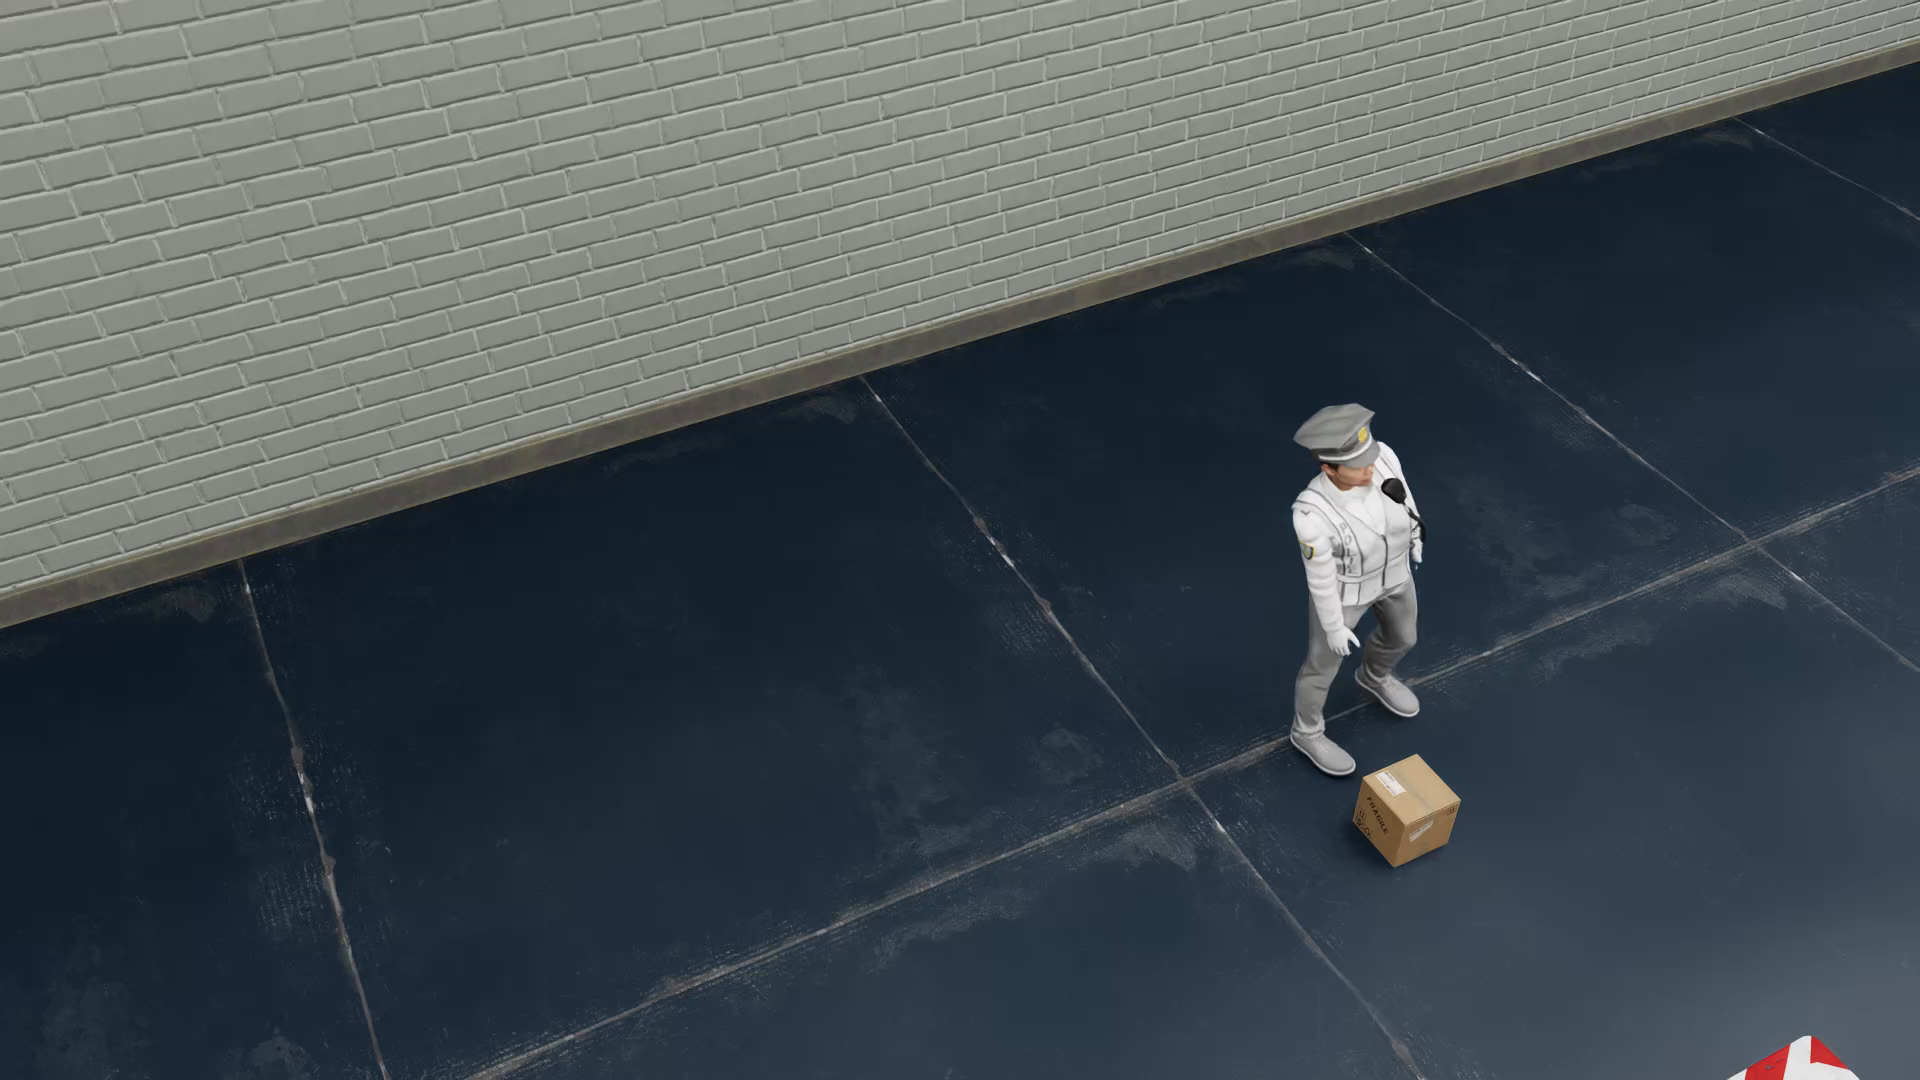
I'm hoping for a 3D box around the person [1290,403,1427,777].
[{"bbox_3d":[1.454,0.157,5.946,0.753,1.678,0.373,-18,45,-20],"label":"person"}]
